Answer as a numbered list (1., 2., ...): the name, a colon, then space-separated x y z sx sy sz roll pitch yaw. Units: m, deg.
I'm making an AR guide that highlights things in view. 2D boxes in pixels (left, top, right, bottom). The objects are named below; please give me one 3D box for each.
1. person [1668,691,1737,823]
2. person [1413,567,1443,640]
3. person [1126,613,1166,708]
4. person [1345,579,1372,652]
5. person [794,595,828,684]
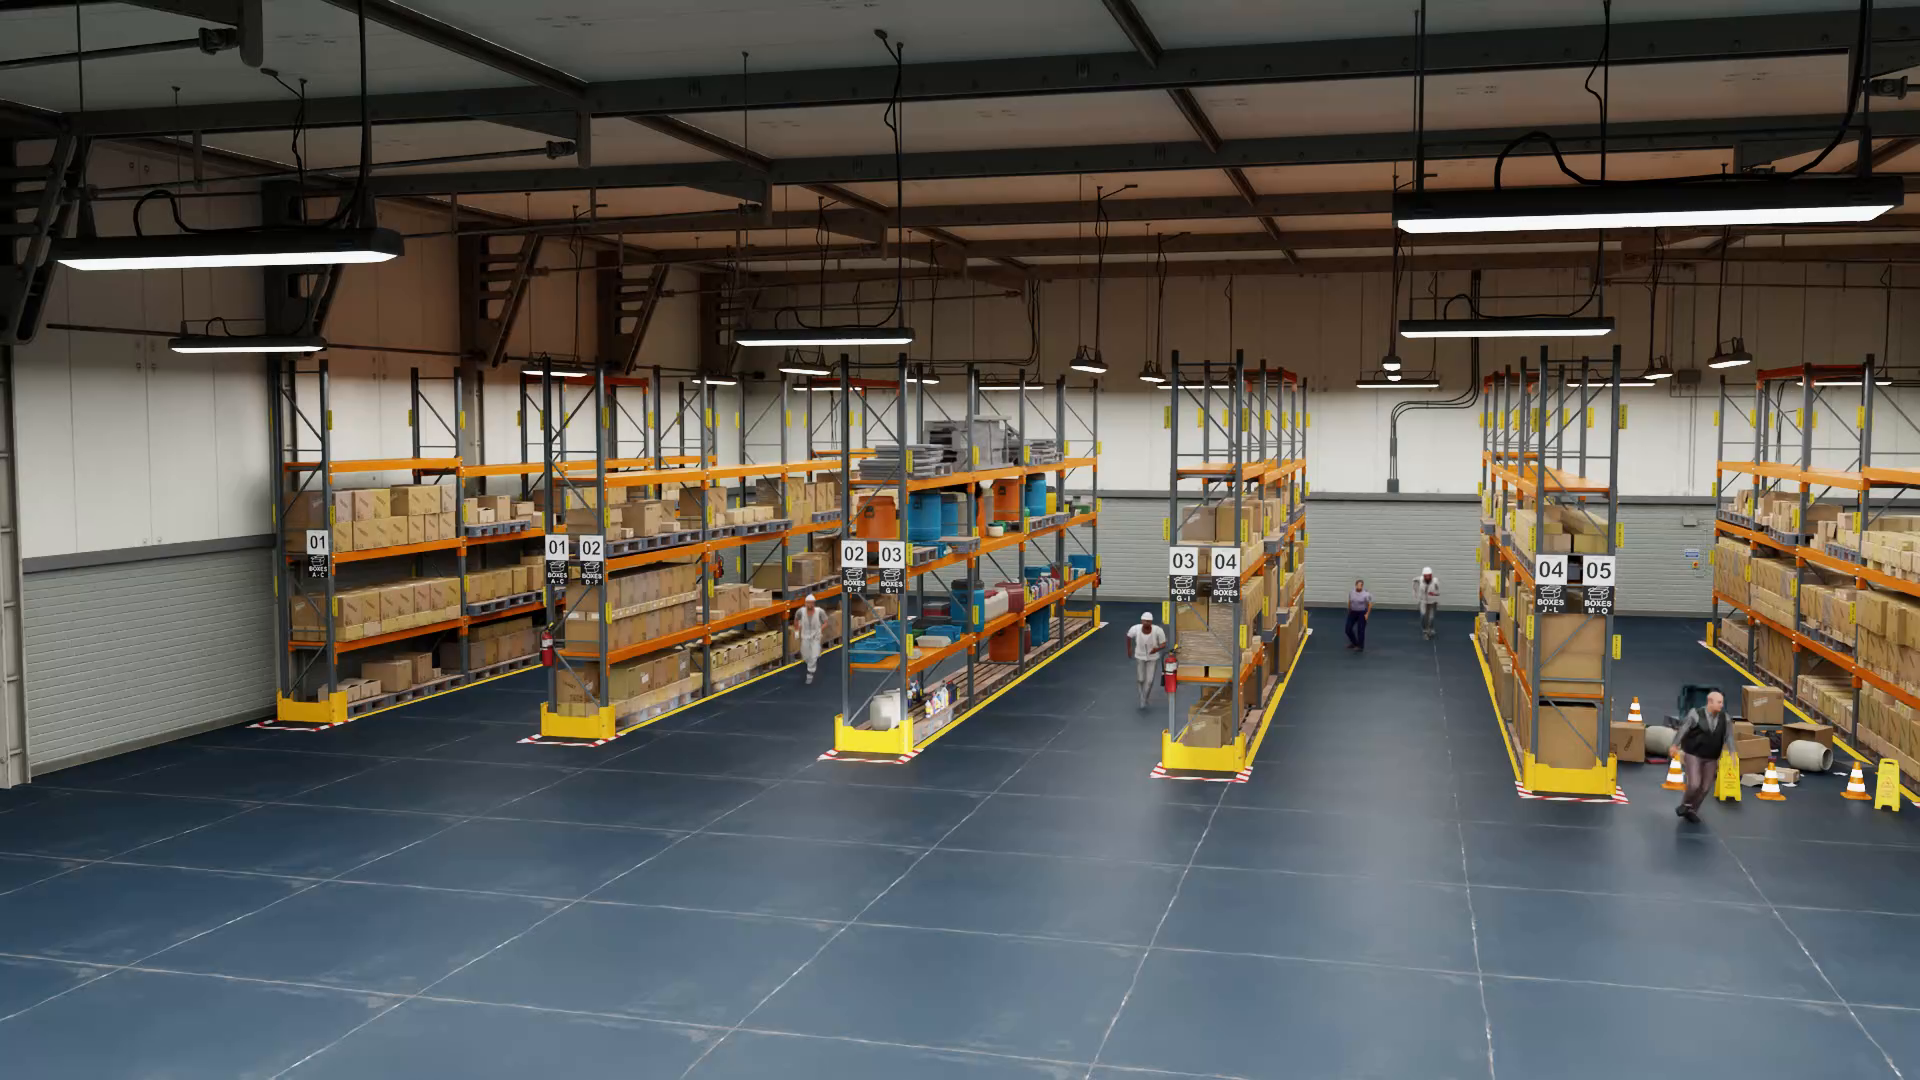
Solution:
1. person: 9.222 2.691 20.583 0.657 1.685 0.649 0 4 -3
2. person: 10.734 1.452 38.168 0.691 1.717 1.002 2 4 22
3. person: 3.249 2.087 29.001 0.672 1.689 0.736 0 4 2
4. person: 8.588 1.635 35.847 0.611 1.584 0.628 2 5 29
5. person: -2.837 1.873 31.638 0.639 1.710 0.711 0 4 -3
